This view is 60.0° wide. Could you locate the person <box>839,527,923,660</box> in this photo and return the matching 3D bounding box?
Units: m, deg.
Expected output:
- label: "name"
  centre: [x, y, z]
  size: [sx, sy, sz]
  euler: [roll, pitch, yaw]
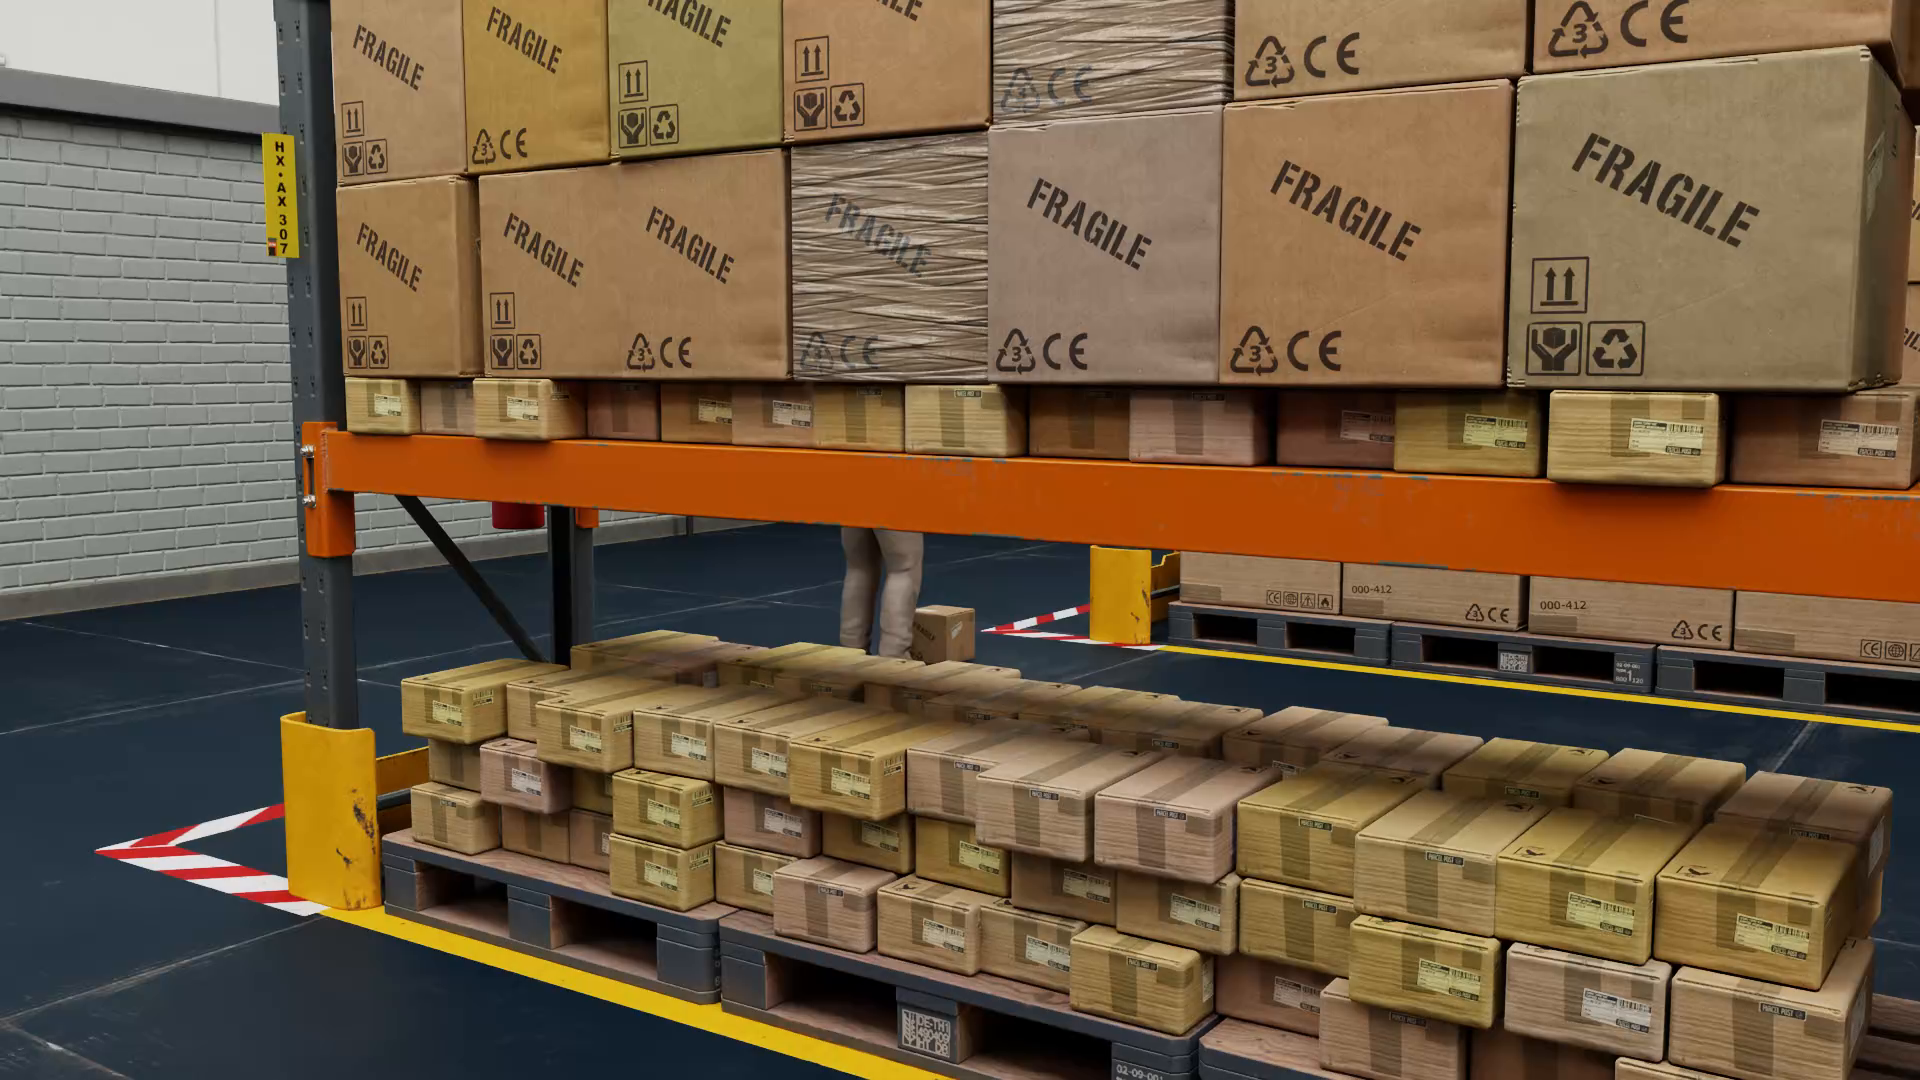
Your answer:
- label: "person"
  centre: [-0.389, -0.173, 7.829]
  size: [0.528, 1.799, 0.381]
  euler: [4, 8, 35]
